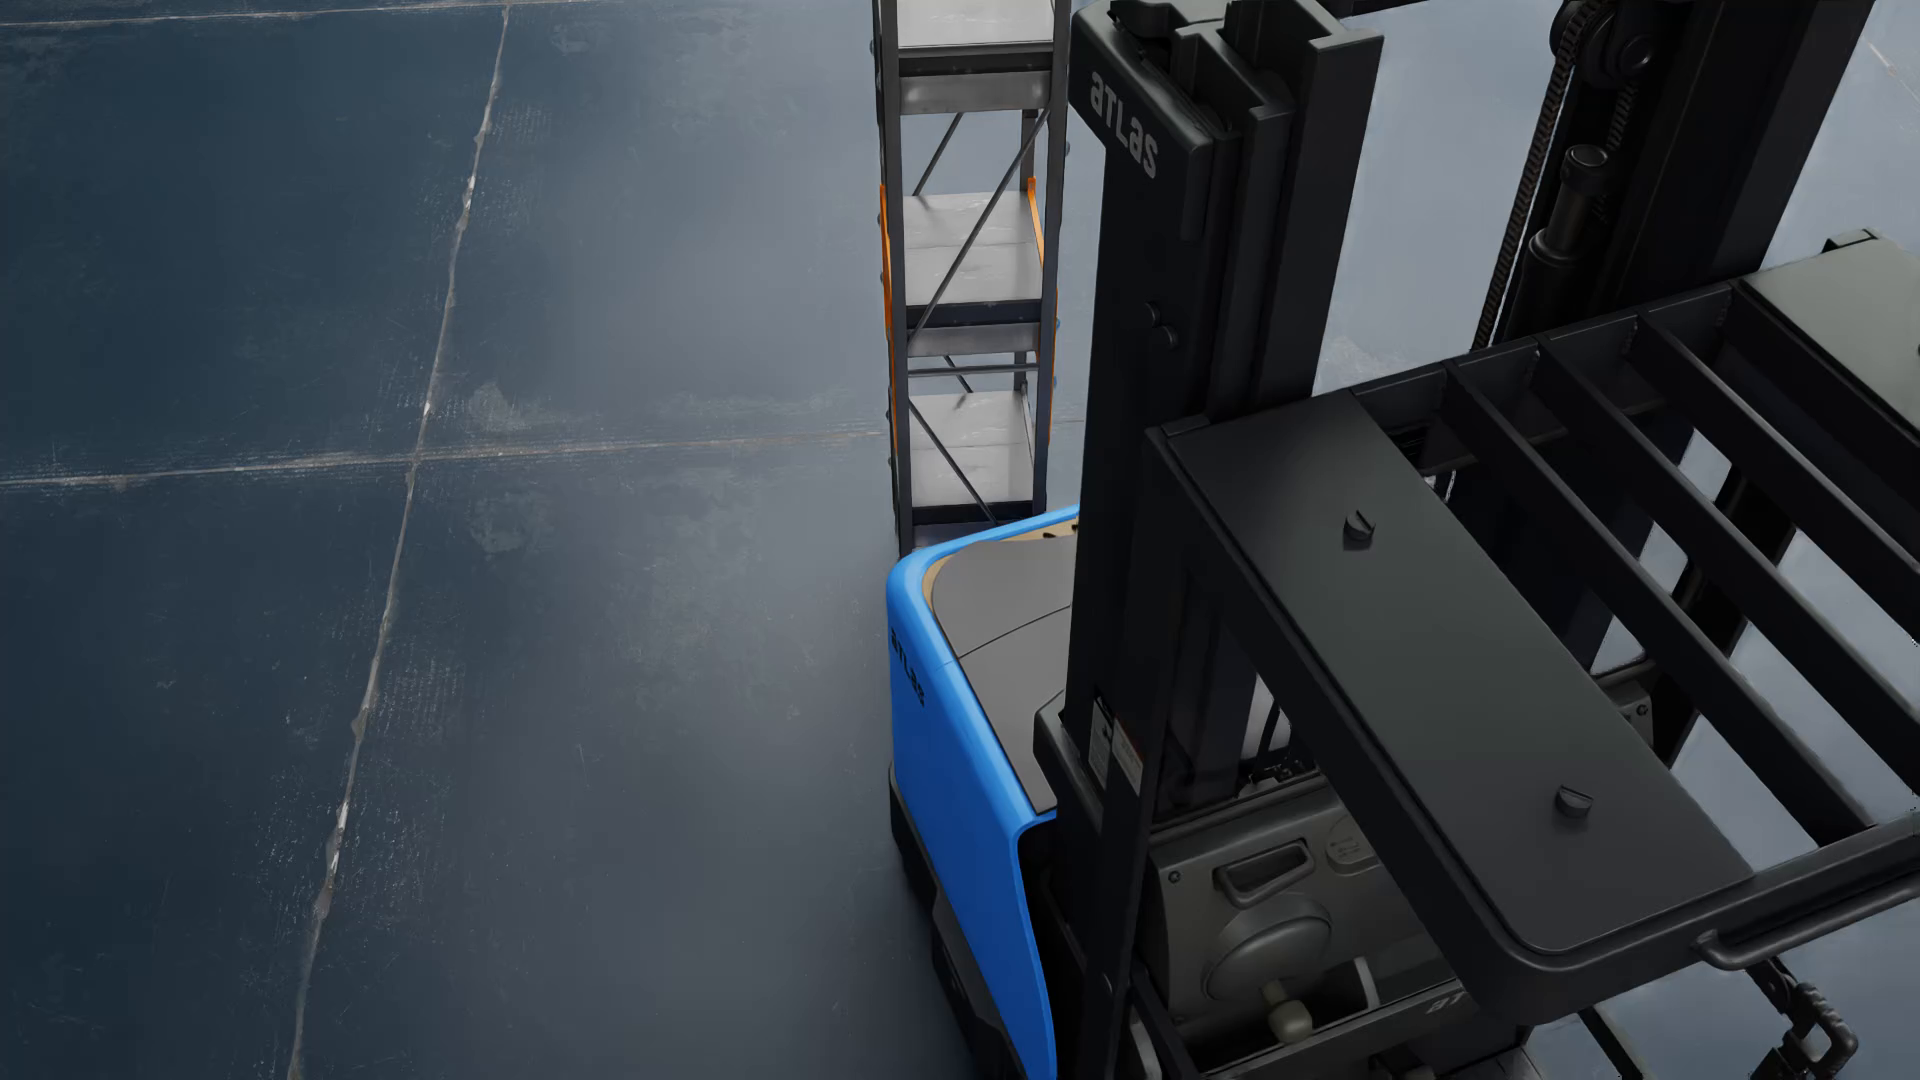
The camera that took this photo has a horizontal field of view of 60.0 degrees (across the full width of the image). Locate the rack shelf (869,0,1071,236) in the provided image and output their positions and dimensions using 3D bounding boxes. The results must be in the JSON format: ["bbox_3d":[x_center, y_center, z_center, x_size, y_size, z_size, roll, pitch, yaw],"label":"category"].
[{"bbox_3d":[0.014,-1.074,3.876,0.431,0.518,0.480,-3,47,-3],"label":"rack shelf"}]

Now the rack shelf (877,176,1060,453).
[{"bbox_3d":[0.014,-0.593,4.384,0.431,0.518,0.480,-3,47,-3],"label":"rack shelf"}]

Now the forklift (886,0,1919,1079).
[{"bbox_3d":[0.832,0.637,2.628,1.130,2.935,3.031,-16,49,-15],"label":"forklift"}]

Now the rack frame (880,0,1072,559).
[{"bbox_3d":[0.034,-0.426,4.207,0.400,2.100,0.015,-3,47,-3],"label":"rack frame"}]

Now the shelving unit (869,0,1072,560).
[{"bbox_3d":[0.014,-0.602,4.374,0.431,2.100,0.503,-3,47,-3],"label":"shelving unit"}]

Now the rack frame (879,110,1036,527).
[{"bbox_3d":[-0.007,-0.779,4.541,0.400,2.100,0.015,-3,47,-3],"label":"rack frame"}]

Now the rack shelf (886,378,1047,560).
[{"bbox_3d":[0.014,-0.112,4.892,0.431,0.518,0.480,-3,47,-3],"label":"rack shelf"}]
